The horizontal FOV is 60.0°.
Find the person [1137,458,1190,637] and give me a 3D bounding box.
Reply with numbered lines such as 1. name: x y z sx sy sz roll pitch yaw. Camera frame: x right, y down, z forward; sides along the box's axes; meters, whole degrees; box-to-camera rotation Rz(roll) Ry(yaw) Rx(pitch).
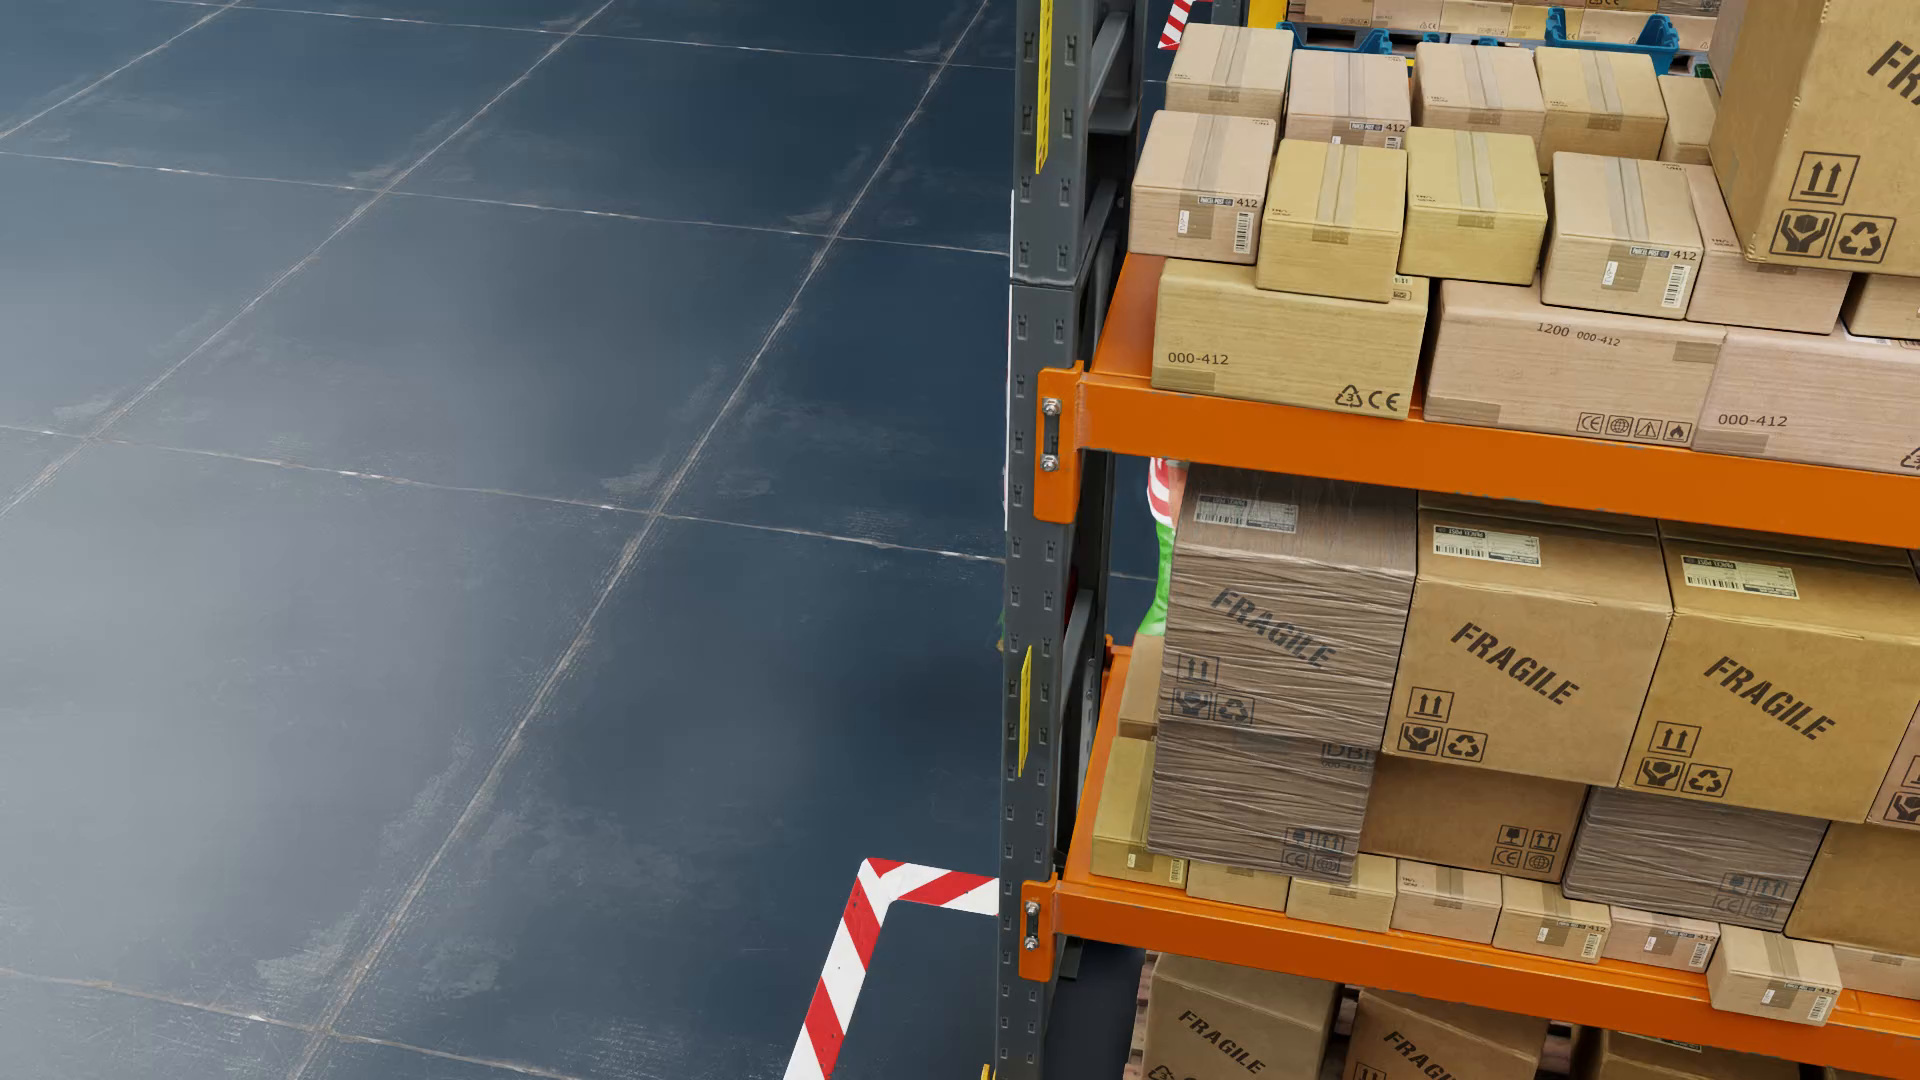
1. person: 0.933 -0.132 6.307 0.580 1.796 0.575 3 36 4
